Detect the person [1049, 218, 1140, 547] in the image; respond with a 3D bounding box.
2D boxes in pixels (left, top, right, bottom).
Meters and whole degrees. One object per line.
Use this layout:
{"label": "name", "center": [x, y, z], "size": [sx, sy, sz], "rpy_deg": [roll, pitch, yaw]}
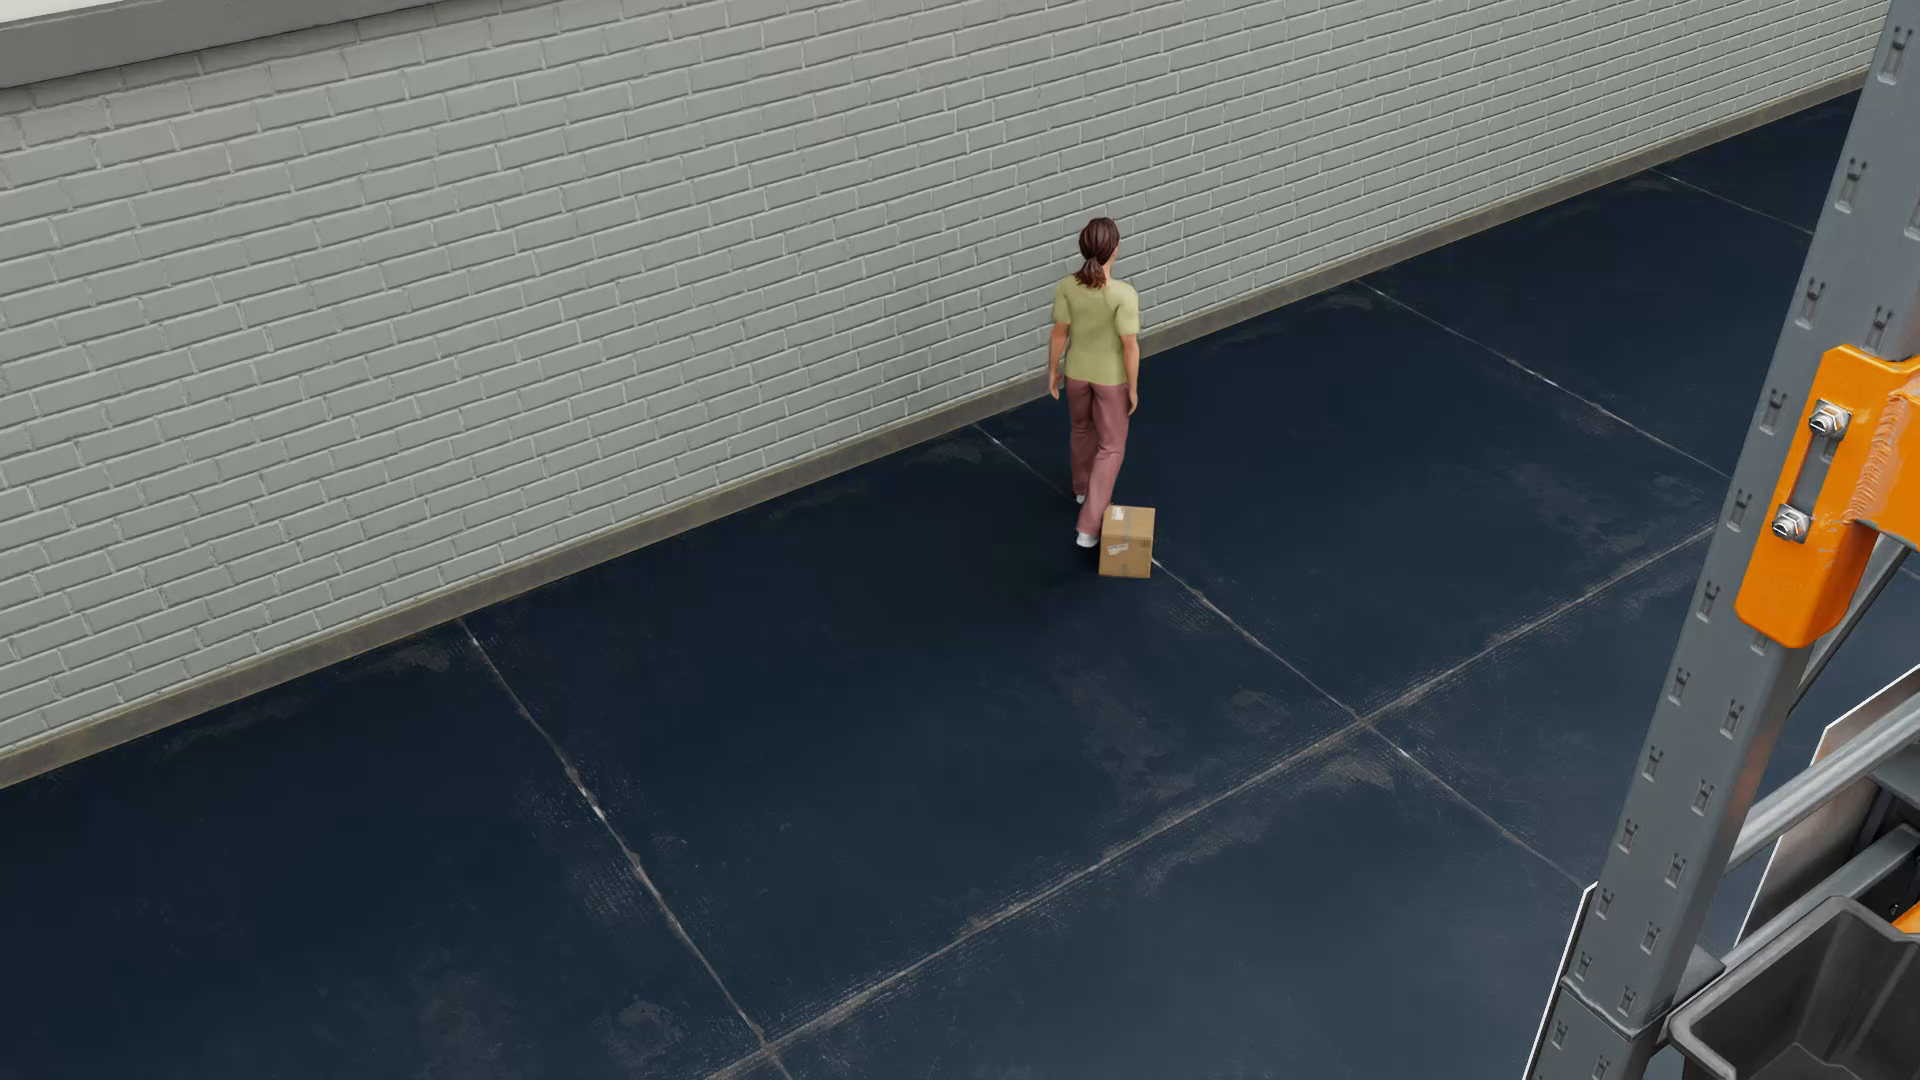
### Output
{"label": "person", "center": [0.673, -0.797, 8.070], "size": [0.457, 1.662, 0.735], "rpy_deg": [16, 39, 20]}
